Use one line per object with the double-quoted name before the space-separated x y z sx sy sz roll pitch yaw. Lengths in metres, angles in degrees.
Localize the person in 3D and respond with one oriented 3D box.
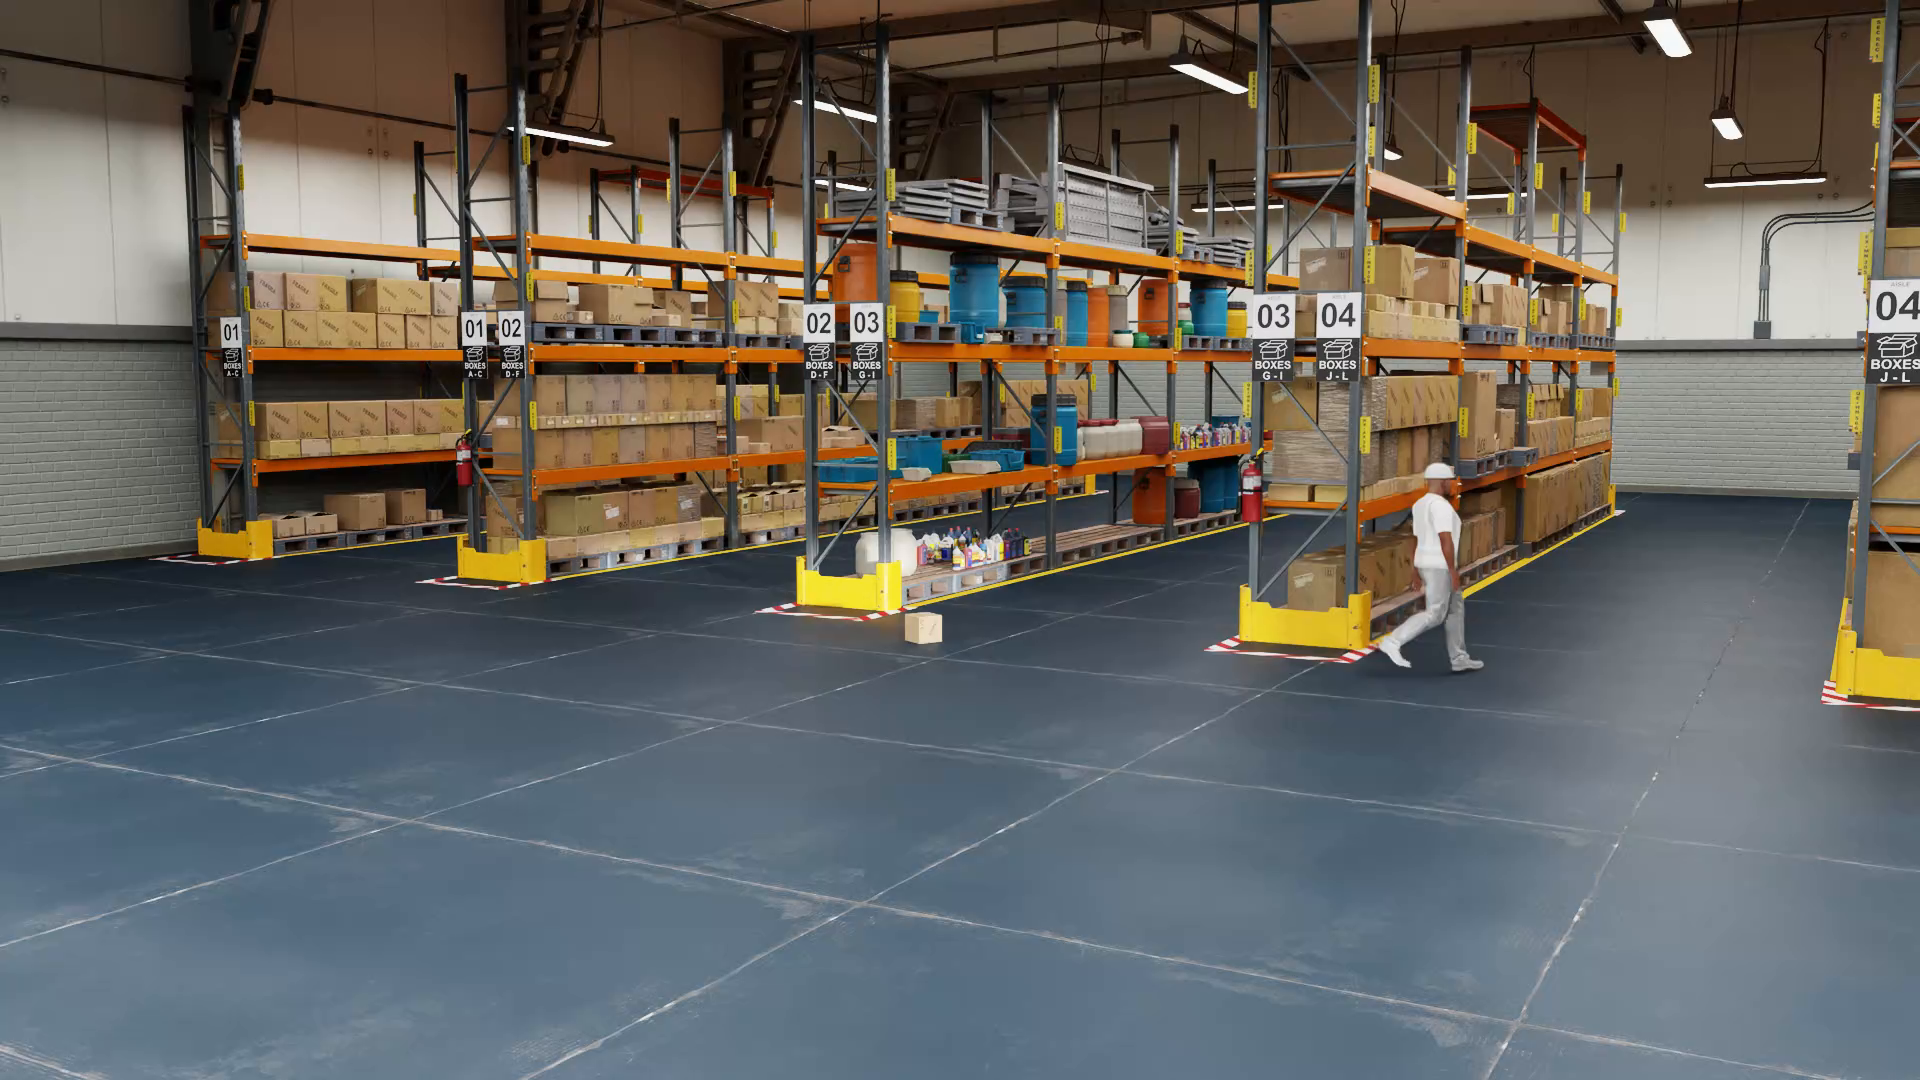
"person" 3.935 0.230 13.825 0.921 1.722 0.614 0 6 3
